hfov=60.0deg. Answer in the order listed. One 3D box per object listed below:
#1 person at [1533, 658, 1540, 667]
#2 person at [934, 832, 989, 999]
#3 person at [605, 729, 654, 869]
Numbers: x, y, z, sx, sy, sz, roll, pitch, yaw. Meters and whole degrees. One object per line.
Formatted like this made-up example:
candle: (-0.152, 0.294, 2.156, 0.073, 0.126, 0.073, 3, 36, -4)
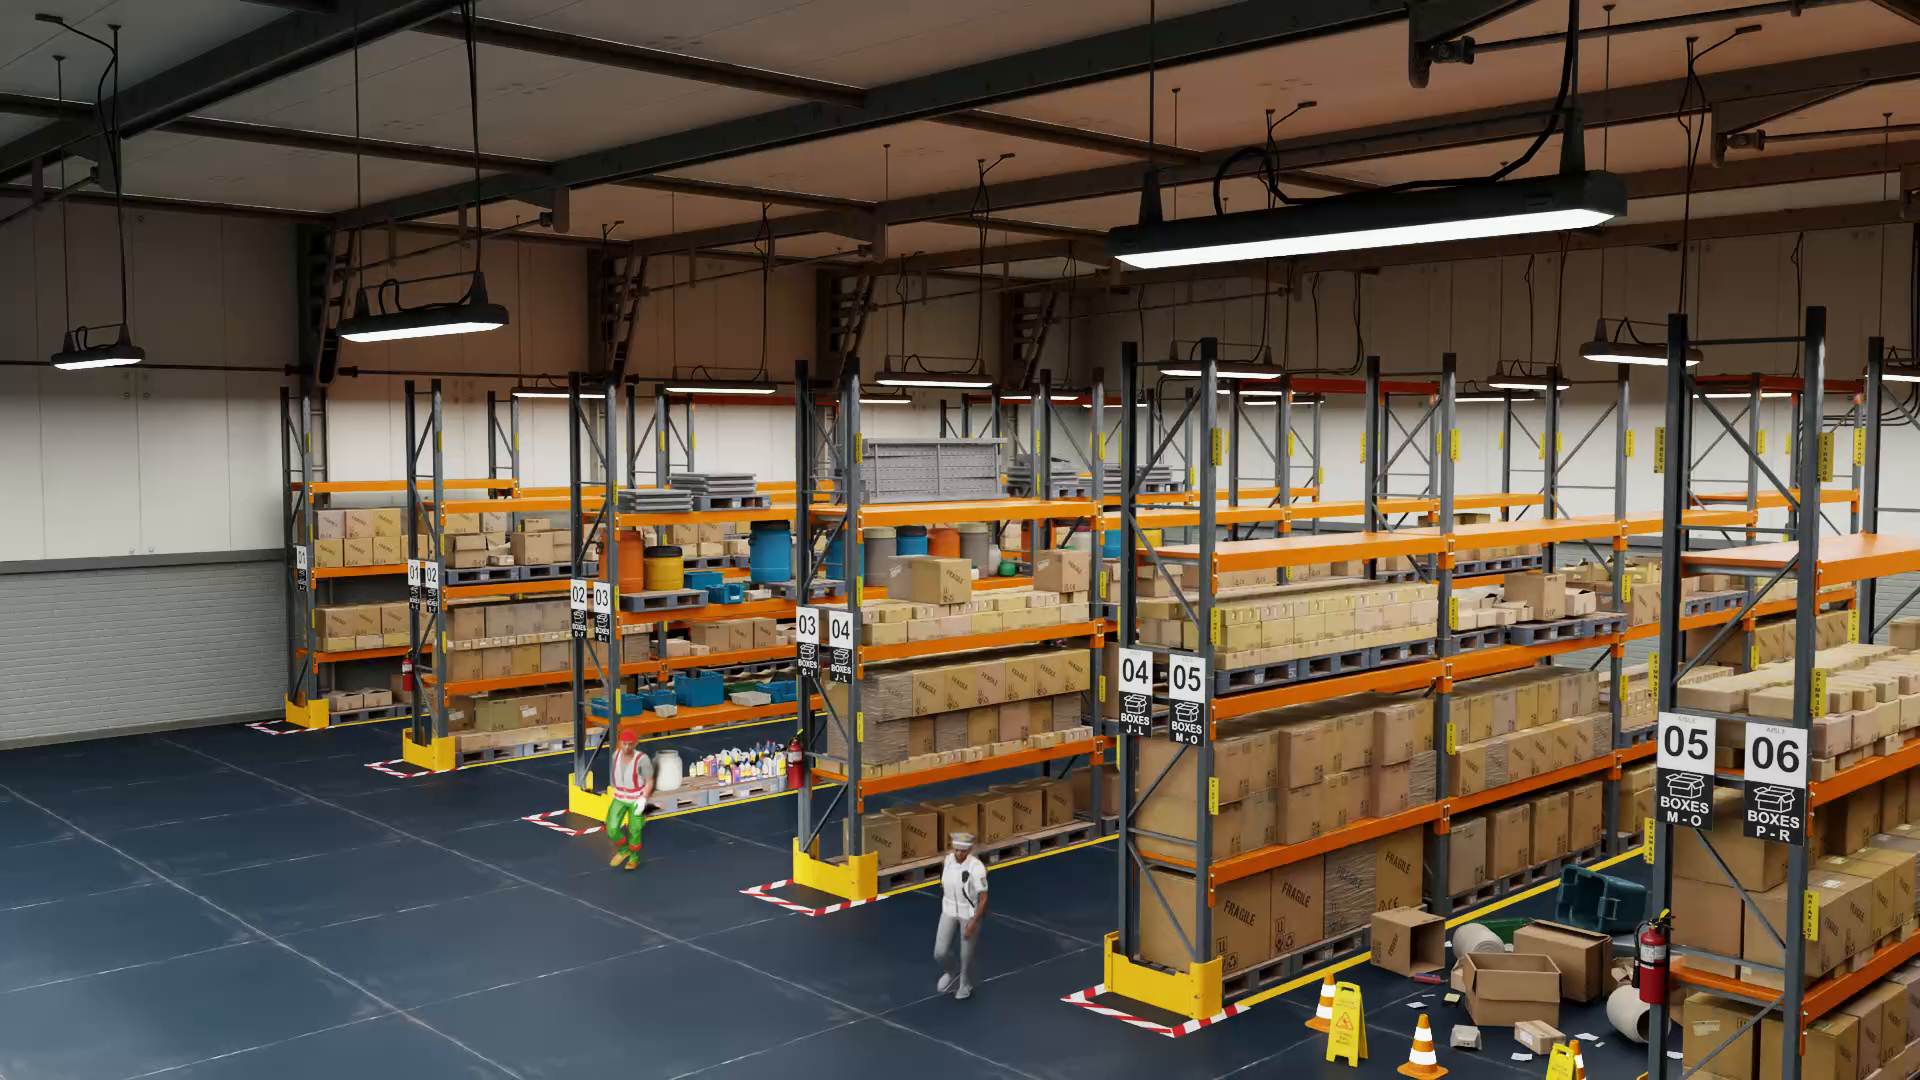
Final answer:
person: (9.093, 2.636, 25.984, 0.649, 1.735, 0.692, -3, 5, -41)
person: (0.025, 3.394, 15.046, 0.581, 1.609, 0.675, 2, 4, 22)
person: (-3.856, 3.045, 19.482, 0.633, 1.721, 0.706, 1, 4, 11)
